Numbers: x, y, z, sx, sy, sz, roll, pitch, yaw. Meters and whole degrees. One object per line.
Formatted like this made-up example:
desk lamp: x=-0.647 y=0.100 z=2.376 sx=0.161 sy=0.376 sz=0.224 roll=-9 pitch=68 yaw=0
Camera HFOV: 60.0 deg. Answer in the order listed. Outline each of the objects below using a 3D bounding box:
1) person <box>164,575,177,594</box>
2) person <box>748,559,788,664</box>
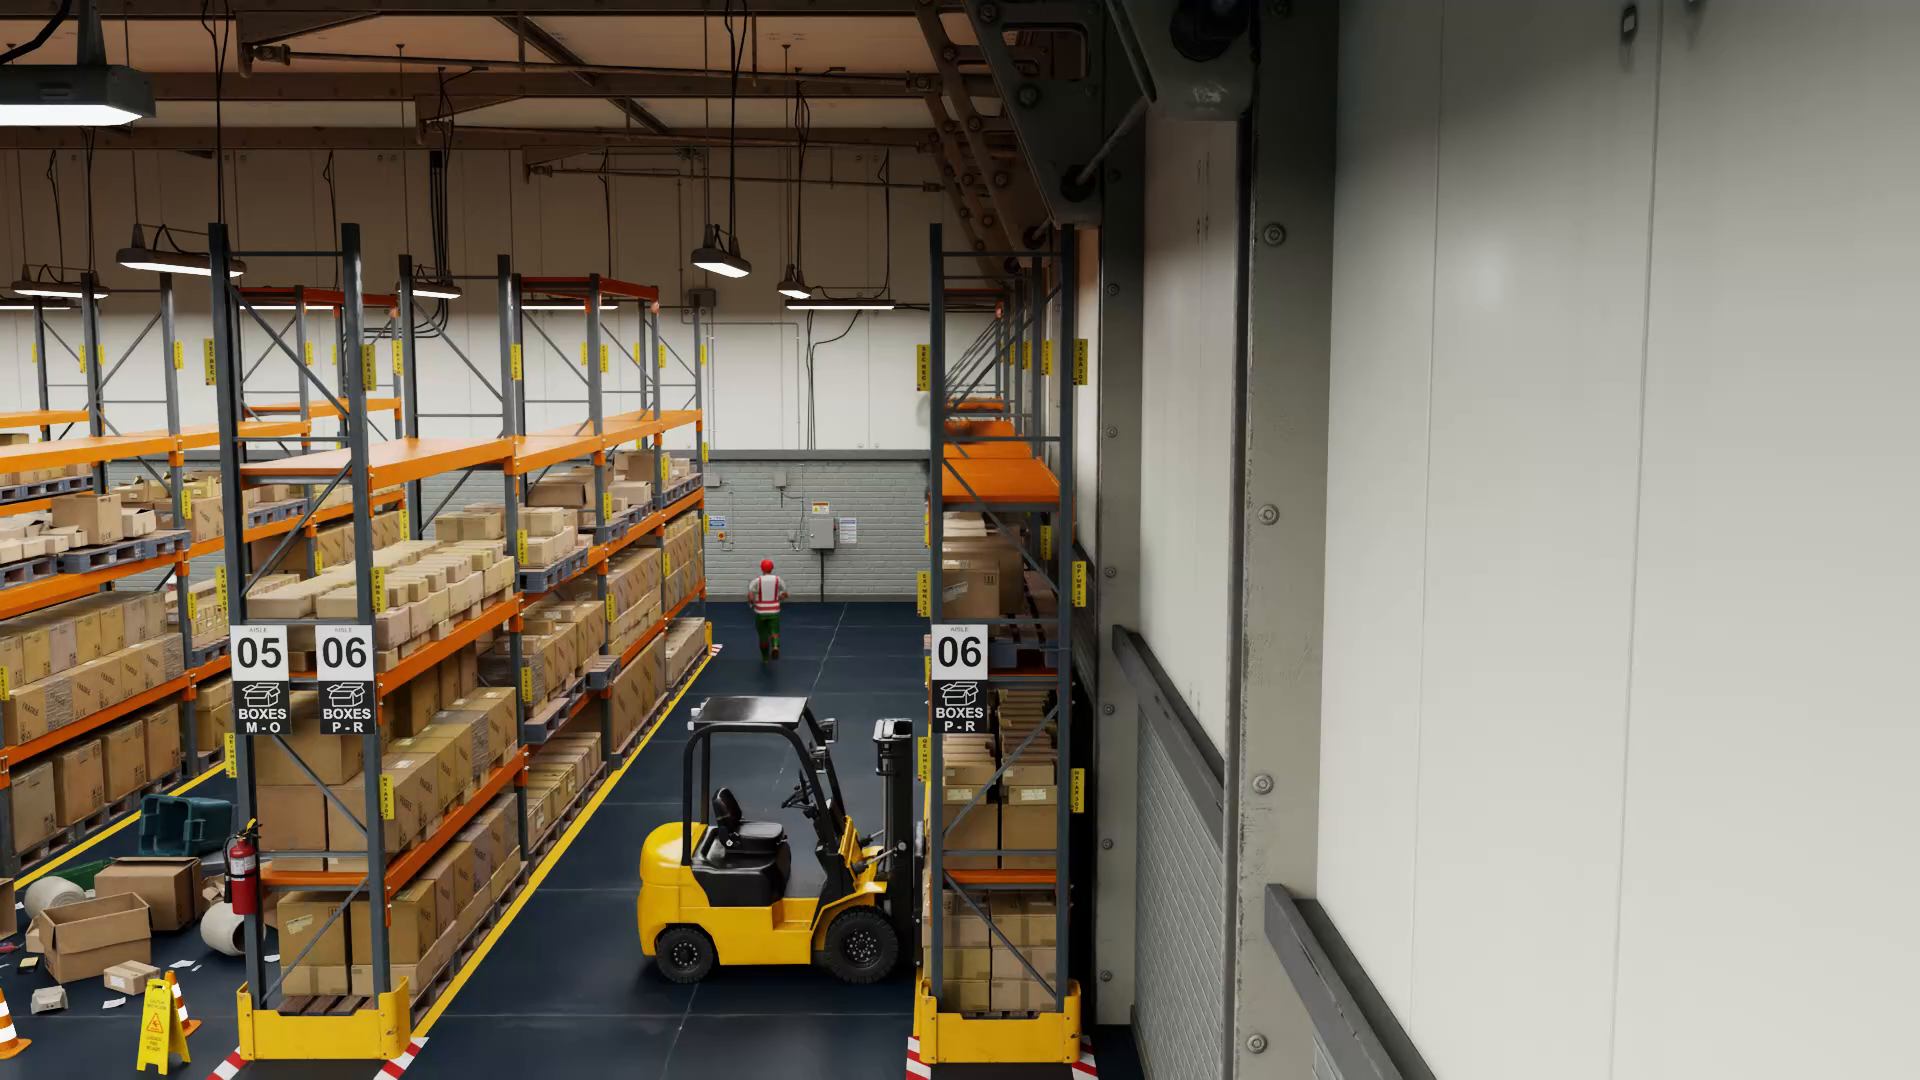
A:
person: x=-11.549 y=1.399 z=24.528 sx=0.646 sy=1.780 sz=0.951 roll=0 pitch=7 yaw=-1
person: x=-3.106 y=1.163 z=26.800 sx=0.658 sy=1.754 sz=0.889 roll=-2 pitch=7 yaw=-13
